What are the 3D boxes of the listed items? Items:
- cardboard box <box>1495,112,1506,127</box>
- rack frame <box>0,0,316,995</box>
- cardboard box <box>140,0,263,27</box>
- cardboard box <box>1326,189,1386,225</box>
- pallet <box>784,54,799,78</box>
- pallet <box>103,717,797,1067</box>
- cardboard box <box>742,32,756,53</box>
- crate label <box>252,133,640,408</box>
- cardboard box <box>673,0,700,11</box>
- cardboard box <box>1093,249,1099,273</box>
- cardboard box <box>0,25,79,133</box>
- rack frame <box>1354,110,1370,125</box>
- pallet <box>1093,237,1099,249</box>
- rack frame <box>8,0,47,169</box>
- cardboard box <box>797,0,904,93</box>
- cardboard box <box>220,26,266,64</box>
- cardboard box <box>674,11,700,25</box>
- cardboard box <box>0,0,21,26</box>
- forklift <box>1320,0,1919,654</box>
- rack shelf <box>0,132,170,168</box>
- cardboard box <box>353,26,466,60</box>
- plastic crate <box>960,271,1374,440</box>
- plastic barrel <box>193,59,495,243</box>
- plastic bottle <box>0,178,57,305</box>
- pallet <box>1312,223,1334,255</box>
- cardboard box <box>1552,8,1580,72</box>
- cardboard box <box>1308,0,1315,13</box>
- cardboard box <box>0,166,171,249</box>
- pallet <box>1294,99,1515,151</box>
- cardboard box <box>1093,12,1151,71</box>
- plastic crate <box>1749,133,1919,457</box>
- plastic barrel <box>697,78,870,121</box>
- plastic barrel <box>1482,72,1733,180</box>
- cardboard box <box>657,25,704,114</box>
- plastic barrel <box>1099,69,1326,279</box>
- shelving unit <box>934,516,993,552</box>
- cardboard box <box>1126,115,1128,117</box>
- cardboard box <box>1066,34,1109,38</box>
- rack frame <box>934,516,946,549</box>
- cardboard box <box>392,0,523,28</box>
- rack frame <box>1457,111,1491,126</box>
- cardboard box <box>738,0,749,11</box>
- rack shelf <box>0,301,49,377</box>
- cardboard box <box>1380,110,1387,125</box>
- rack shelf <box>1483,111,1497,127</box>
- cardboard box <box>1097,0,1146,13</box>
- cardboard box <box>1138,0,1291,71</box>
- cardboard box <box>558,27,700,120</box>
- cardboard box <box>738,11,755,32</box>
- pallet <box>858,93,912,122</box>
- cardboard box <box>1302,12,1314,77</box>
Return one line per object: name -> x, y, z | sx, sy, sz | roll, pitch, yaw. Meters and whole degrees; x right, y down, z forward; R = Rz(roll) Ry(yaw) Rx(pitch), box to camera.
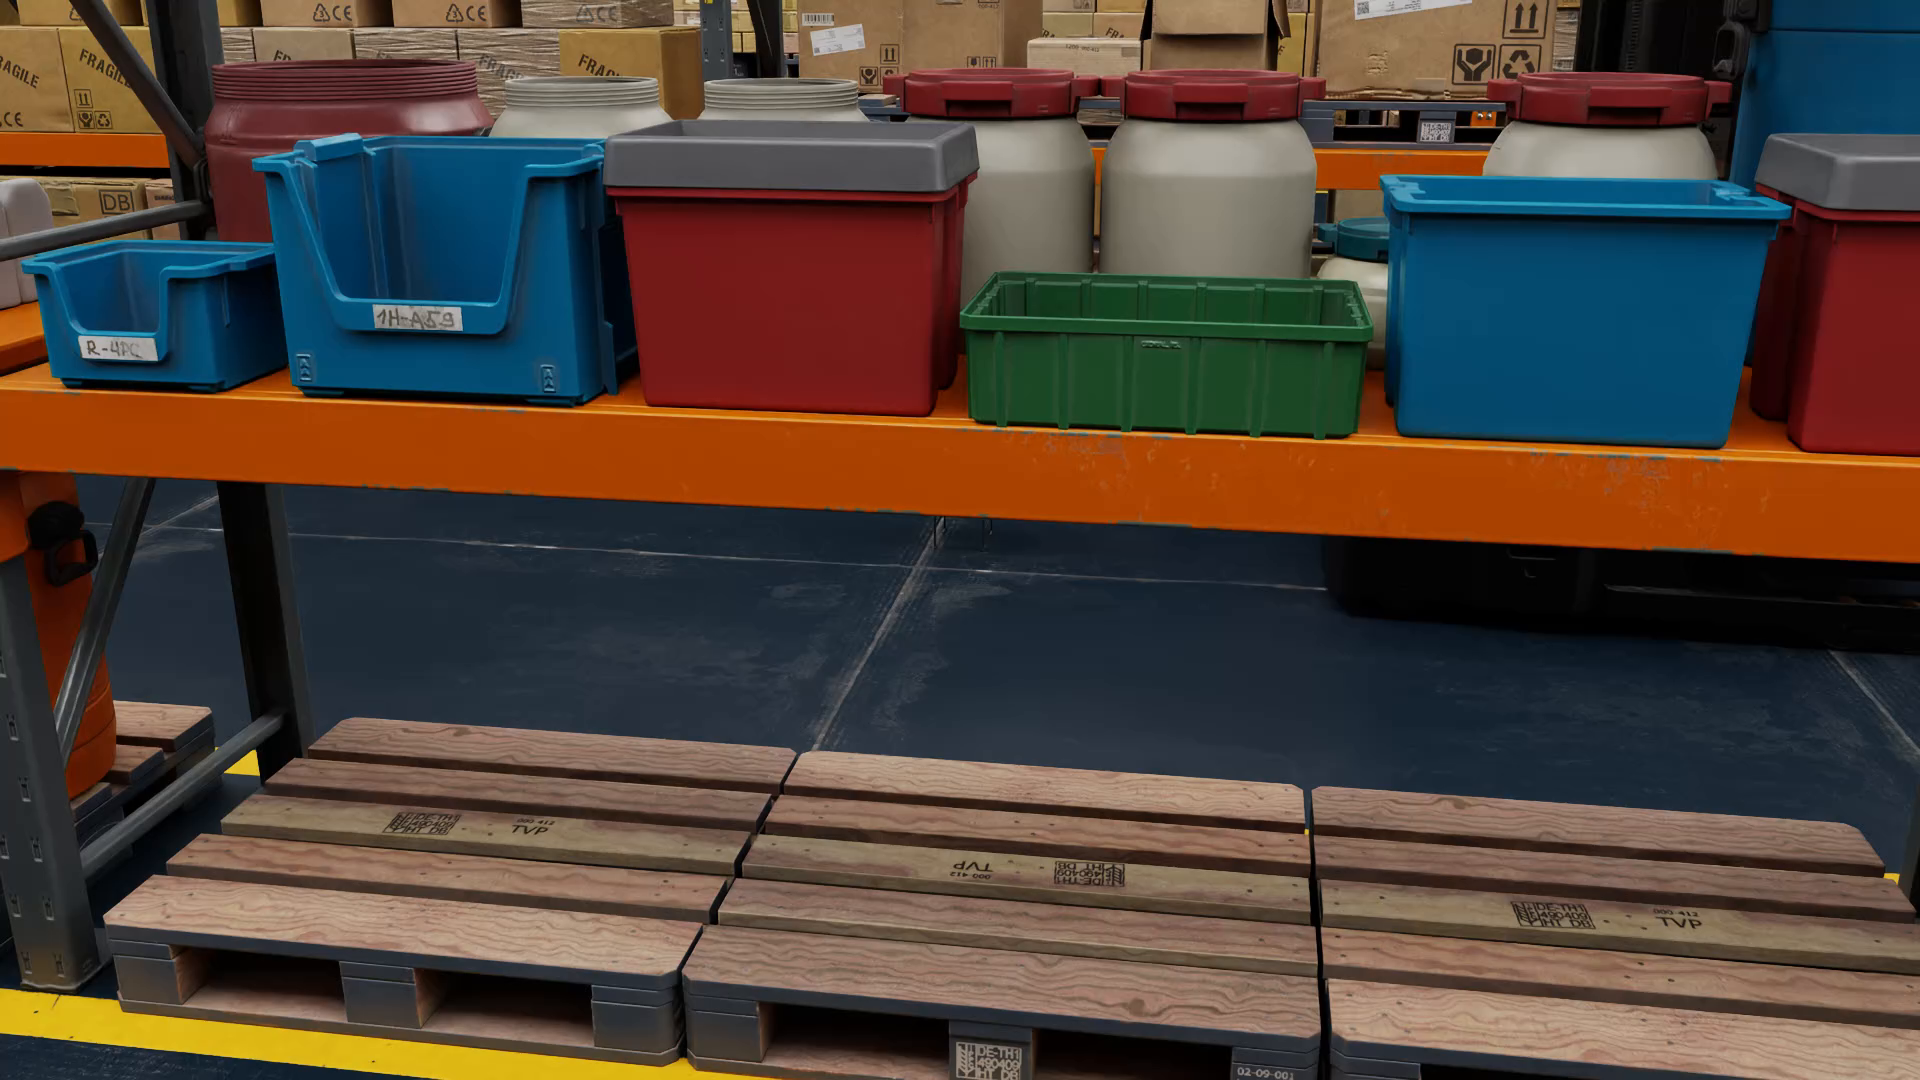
cardboard box -> 4.405, -2.670, 12.244 | 0.875, 0.875, 0.875 | 3, 19, 9
rack frame -> -1.826, -0.633, 3.468 | 0.127, 3.000, 1.000 | 3, 19, 9
cardboard box -> -3.682, -2.842, 8.330 | 0.637, 0.503, 0.797 | 3, 19, 9
cardboard box -> 3.168, -2.668, 12.433 | 0.750, 0.750, 1.050 | 3, 19, 8
pallet -> -0.874, -3.645, 12.773 | 1.003, 0.211, 1.213 | 3, 19, 9
pallet -> -1.067, 0.740, 3.758 | 1.213, 0.211, 1.003 | 3, 19, 9
cardboard box -> -1.458, -3.734, 12.470 | 0.250, 0.149, 0.380 | 3, 19, 8
crate label -> -0.888, -0.515, 3.060 | 0.616, 0.435, 0.502 | 3, 19, 9
cardboard box -> -1.987, -4.043, 12.455 | 0.250, 0.149, 0.380 | 4, 19, 11
cardboard box -> 0.735, -1.130, 8.200 | 0.500, 0.500, 0.700 | 5, 19, 13
cardboard box -> -4.575, -2.332, 8.389 | 0.500, 0.500, 0.500 | 3, 19, 9
rack frame -> 5.265, -6.644, 21.431 | 0.127, 3.000, 1.000 | 3, 19, 9
pallet -> 0.613, -2.348, 12.988 | 1.213, 0.211, 1.003 | 3, 19, 9
rack frame -> -4.990, -2.386, 8.708 | 0.127, 3.000, 1.000 | 3, 19, 9
cardboard box -> -0.501, -2.417, 7.980 | 0.500, 0.500, 0.500 | 1, 19, 2
cardboard box -> -3.585, -2.282, 8.238 | 0.500, 0.500, 0.500 | 2, 19, 7
cardboard box -> -1.988, -3.901, 12.501 | 0.250, 0.149, 0.380 | 3, 19, 10
cardboard box -> -5.422, -2.916, 8.877 | 0.500, 0.500, 0.500 | 3, 19, 9
forklift -> 2.798, -1.215, 5.316 | 3.031, 2.935, 1.130 | 3, 19, 10
rack shelf -> -3.015, -1.944, 8.521 | 4.000, 0.370, 1.077 | 3, 19, 9
cardboard box -> -2.571, -2.232, 8.088 | 0.500, 0.500, 0.500 | 2, 19, 7
plastic crate -> 0.359, -0.331, 2.898 | 0.662, 0.188, 0.450 | 3, 19, 9
plastic barrel -> -1.320, -0.769, 3.661 | 0.708, 0.536, 0.600 | 3, 19, 9
plastic bottle -> -2.202, -0.697, 3.856 | 0.135, 0.276, 0.152 | 3, 19, 9
pallet -> 3.022, -2.225, 12.621 | 1.213, 0.211, 1.003 | 3, 19, 9
cardboard box -> 4.162, -3.589, 12.065 | 0.550, 0.550, 0.875 | 3, 19, 9
cardboard box -> 2.796, -4.102, 12.103 | 0.500, 0.500, 0.700 | 3, 19, 8
cardboard box -> -4.355, -1.552, 8.901 | 0.875, 0.875, 1.225 | 3, 19, 9
pallet -> 2.177, -1.977, 7.786 | 1.213, 0.211, 1.003 | 3, 19, 9
cardboard box -> 1.247, -3.624, 12.249 | 0.500, 0.500, 0.500 | 3, 19, 9
plastic crate -> 1.597, -0.391, 2.643 | 0.583, 0.464, 0.402 | 3, 19, 9
plastic barrel -> -0.361, -0.680, 3.433 | 0.421, 0.512, 0.421 | 0, 18, 0
plastic barrel -> 1.214, -0.613, 3.194 | 0.433, 0.535, 0.433 | 0, 18, 0
cardboard box -> -1.477, -2.342, 8.418 | 0.500, 0.500, 0.500 | 3, 19, 10
plastic barrel -> 0.489, -0.650, 3.305 | 0.433, 0.535, 0.433 | 0, 18, 0
shelving unit -> 0.014, -0.568, 6.111 | 0.189, 1.200, 0.258 | 3, 19, 9
cardboard box -> 2.575, -5.852, 22.146 | 0.625, 0.625, 0.875 | 4, 19, 10
cardboard box -> 0.649, -2.321, 8.063 | 0.258, 0.266, 0.396 | 2, 19, 7
rack frame -> -0.076, -0.573, 6.124 | 0.006, 1.200, 0.240 | 3, 19, 9
cardboard box -> -2.403, -2.784, 8.157 | 0.637, 0.503, 0.797 | 3, 19, 10
rack frame -> 3.796, -3.532, 12.133 | 0.127, 3.000, 1.000 | 3, 19, 9
cardboard box -> -1.481, -4.016, 12.374 | 0.250, 0.149, 0.380 | 3, 19, 10
rack shelf -> -3.801, -0.393, 3.883 | 4.000, 0.370, 1.077 | 3, 19, 9
cardboard box -> 5.690, -5.411, 21.418 | 0.500, 0.250, 0.500 | 3, 19, 9
rack shelf -> 5.770, -3.091, 11.947 | 4.000, 0.370, 1.077 | 3, 19, 9
cardboard box -> 1.294, -4.179, 12.334 | 0.500, 0.500, 0.700 | 3, 19, 8
cardboard box -> 1.183, -2.290, 7.596 | 0.637, 0.503, 0.797 | 5, 19, 14
cardboard box -> -1.567, -2.180, 7.932 | 0.500, 0.500, 0.500 | 4, 19, 10
cardboard box -> -1.485, -3.875, 12.423 | 0.250, 0.149, 0.380 | 3, 19, 9
pallet -> -0.320, -2.092, 8.129 | 1.003, 0.211, 1.213 | 3, 19, 9
cardboard box -> 2.739, -3.548, 12.022 | 0.500, 0.500, 0.500 | 3, 19, 8
